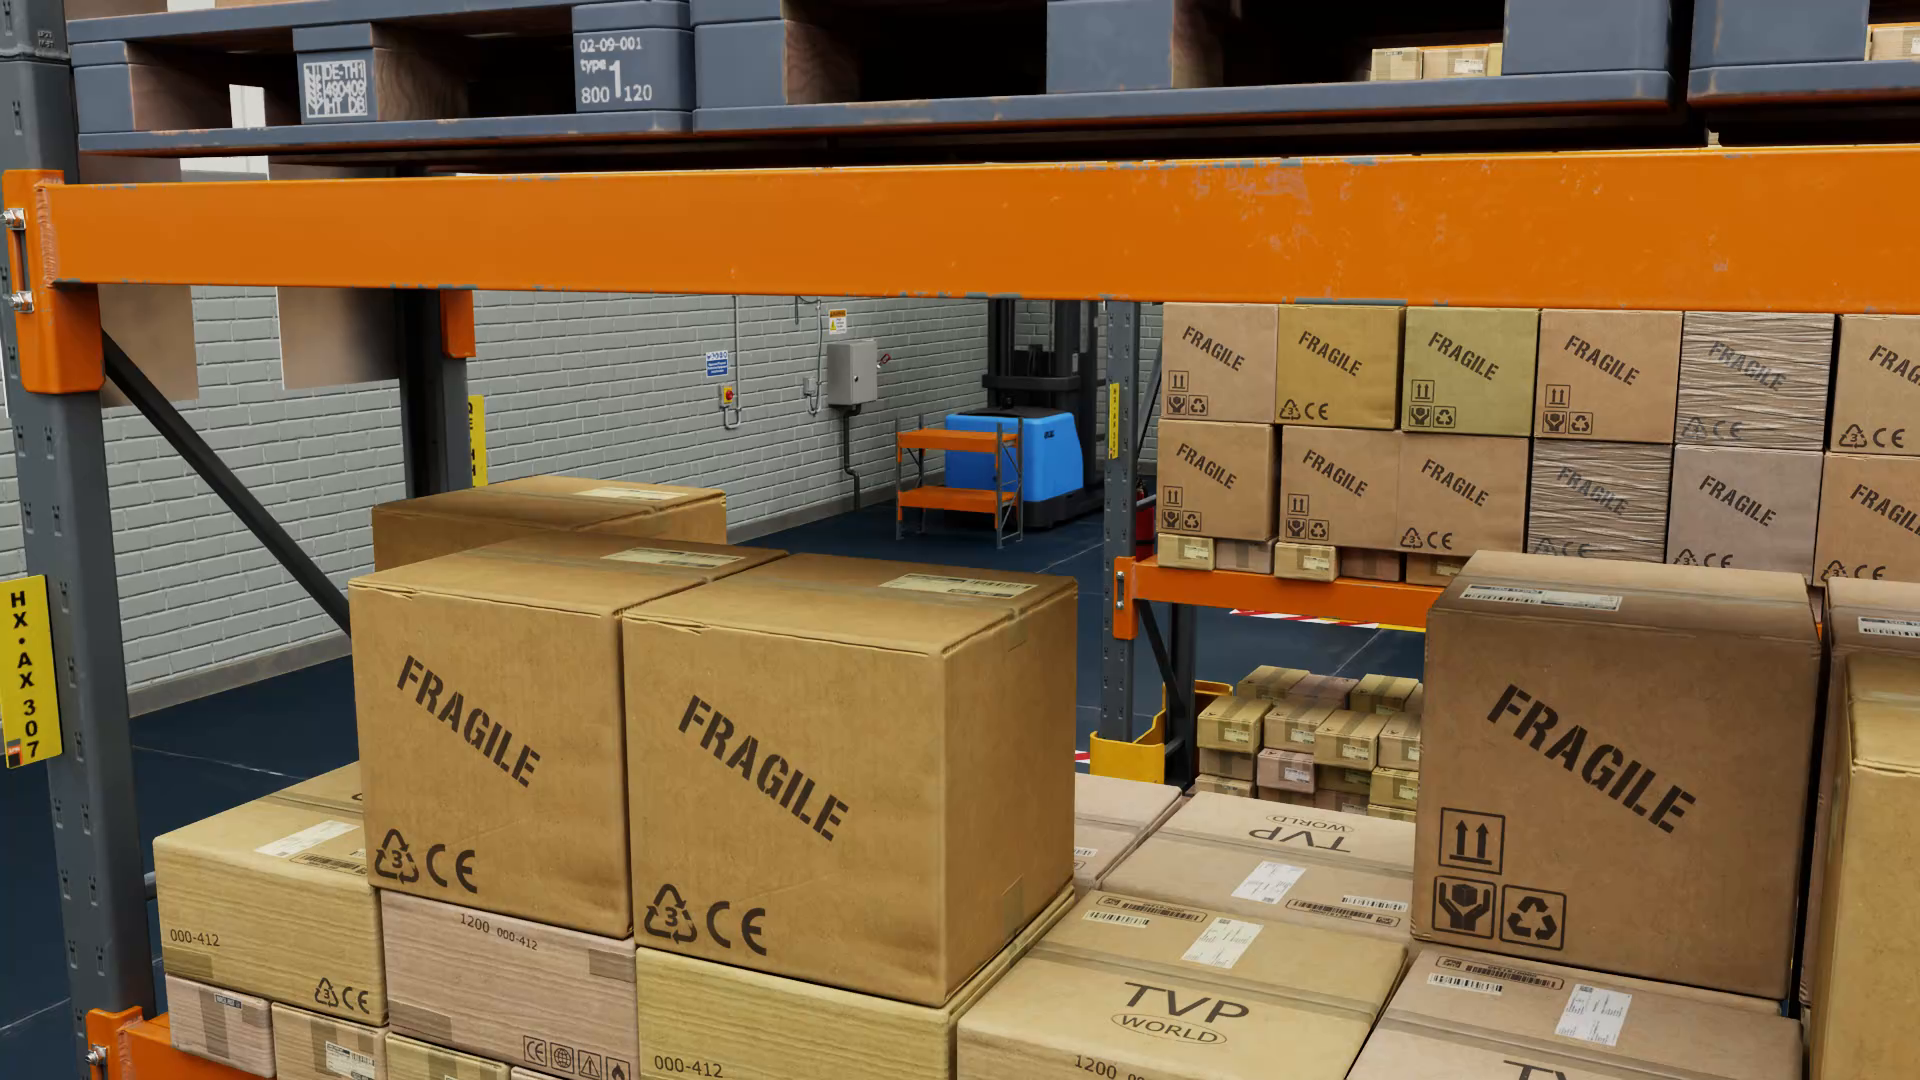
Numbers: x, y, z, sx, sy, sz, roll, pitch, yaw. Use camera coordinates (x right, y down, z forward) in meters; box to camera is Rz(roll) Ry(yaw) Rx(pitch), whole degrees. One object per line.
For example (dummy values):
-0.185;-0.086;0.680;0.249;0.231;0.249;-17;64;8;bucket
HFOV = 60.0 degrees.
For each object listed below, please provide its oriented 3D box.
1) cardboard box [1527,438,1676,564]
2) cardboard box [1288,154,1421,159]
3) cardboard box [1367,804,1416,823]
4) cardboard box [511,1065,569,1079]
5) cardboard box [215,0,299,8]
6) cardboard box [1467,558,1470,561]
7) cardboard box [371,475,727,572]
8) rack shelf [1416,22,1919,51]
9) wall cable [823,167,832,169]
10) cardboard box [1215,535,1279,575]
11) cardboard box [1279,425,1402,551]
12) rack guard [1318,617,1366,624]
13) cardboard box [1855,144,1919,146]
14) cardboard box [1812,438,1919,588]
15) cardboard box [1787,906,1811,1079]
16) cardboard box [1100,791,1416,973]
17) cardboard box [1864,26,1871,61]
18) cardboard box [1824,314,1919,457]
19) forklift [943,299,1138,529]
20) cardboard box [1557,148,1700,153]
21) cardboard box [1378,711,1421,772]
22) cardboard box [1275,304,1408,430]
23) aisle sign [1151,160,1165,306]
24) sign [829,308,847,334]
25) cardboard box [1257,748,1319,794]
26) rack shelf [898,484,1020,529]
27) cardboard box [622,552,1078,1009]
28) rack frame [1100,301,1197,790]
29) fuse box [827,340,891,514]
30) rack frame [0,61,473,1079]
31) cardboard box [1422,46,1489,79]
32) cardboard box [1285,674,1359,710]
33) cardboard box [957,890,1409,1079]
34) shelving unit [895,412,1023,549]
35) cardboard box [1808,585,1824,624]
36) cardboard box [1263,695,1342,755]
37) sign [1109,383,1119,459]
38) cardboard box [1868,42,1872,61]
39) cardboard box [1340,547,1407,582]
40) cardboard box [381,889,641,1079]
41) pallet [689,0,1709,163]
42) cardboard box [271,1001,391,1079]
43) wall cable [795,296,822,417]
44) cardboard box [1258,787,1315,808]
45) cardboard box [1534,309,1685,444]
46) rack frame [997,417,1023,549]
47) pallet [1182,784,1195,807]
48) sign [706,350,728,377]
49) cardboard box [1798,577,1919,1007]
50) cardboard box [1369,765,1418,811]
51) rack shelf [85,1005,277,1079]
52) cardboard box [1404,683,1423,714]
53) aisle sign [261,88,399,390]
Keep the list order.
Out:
2.577;-0.177;6.670;0.500;0.500;0.500;5;11;24;cardboard box
1.672;-1.463;6.888;0.500;0.250;0.500;5;12;28;cardboard box
1.917;1.173;7.150;0.250;0.149;0.380;5;11;27;cardboard box
-0.506;0.870;2.705;0.250;0.149;0.380;5;11;25;cardboard box
-0.884;-1.143;2.961;0.500;0.500;0.700;4;11;22;cardboard box
2.256;0.114;6.885;0.250;0.149;0.380;5;11;25;cardboard box
-0.820;0.160;3.403;0.500;0.500;0.500;5;11;27;cardboard box
4.805;-3.221;10.902;4.000;0.370;1.077;5;11;26;rack shelf
-0.613;-4.913;17.003;0.133;3.039;2.988;5;11;26;wall cable
1.304;0.036;7.313;0.250;0.149;0.380;5;12;28;cardboard box
1.683;-0.257;7.110;0.500;0.500;0.500;5;11;26;cardboard box
2.990;0.251;12.441;0.348;0.500;1.175;5;11;26;rack guard
3.497;-1.303;6.003;0.500;0.250;0.500;5;11;26;cardboard box
3.475;-0.093;6.207;0.500;0.500;0.500;5;11;24;cardboard box
1.464;0.729;2.365;0.500;0.250;0.500;5;11;26;cardboard box
0.558;0.649;2.807;0.500;0.250;0.500;5;11;26;cardboard box
3.159;-1.770;6.062;0.250;0.149;0.380;5;11;24;cardboard box
3.492;-0.585;6.116;0.500;0.500;0.500;5;11;24;cardboard box
0.958;-1.766;16.761;1.130;2.935;3.031;5;11;26;forklift
2.597;-1.382;6.441;0.500;0.250;0.500;5;11;26;cardboard box
1.960;0.869;7.160;0.250;0.149;0.380;4;11;23;cardboard box
1.652;-0.750;7.027;0.500;0.500;0.500;5;12;27;cardboard box
0.979;-1.512;7.861;0.004;0.787;0.394;5;11;26;aisle sign
-1.206;-2.156;16.400;0.001;0.242;0.339;5;11;26;sign
1.489;0.984;7.362;0.250;0.149;0.380;5;11;26;cardboard box
-0.006;-0.313;15.177;1.000;0.278;0.538;5;11;26;rack shelf
-0.147;0.324;2.498;0.500;0.500;0.500;5;11;24;cardboard box
0.912;-0.179;7.796;0.127;3.000;1.000;5;11;26;rack frame
-0.995;-1.108;16.547;0.414;1.711;0.539;5;11;26;fuse box
-1.374;0.605;3.463;0.127;3.000;1.000;5;11;26;rack frame
2.029;-1.883;6.685;0.250;0.149;0.380;5;12;27;cardboard box
1.698;0.755;7.792;0.250;0.149;0.380;5;12;27;cardboard box
0.326;0.734;2.337;0.500;0.250;0.500;5;11;25;cardboard box
-0.006;-0.554;15.133;1.048;1.125;0.538;5;11;26;shelving unit
3.170;0.200;6.405;0.250;0.149;0.380;4;11;23;cardboard box
1.532;0.823;7.417;0.250;0.149;0.380;5;12;27;cardboard box
0.672;-0.518;7.240;0.005;0.325;0.100;5;11;26;sign
3.412;-1.852;6.516;0.250;0.149;0.380;5;11;24;cardboard box
1.814;0.064;7.157;0.250;0.149;0.380;6;12;28;cardboard box
-0.594;0.654;2.782;0.500;0.250;0.500;5;11;25;cardboard box
0.394;-0.674;2.360;1.213;0.211;1.003;5;11;26;pallet
-0.971;0.830;2.929;0.250;0.149;0.380;5;11;25;cardboard box
-1.439;-2.145;15.808;0.122;1.984;0.588;5;11;26;wall cable
1.511;1.117;7.460;0.250;0.149;0.380;5;11;26;cardboard box
2.567;-0.666;6.563;0.500;0.500;0.500;5;11;24;cardboard box
0.450;-0.514;14.912;0.032;1.125;0.500;5;11;26;rack frame
1.693;1.269;7.626;1.213;0.211;1.003;5;11;26;pallet
-2.132;-1.548;14.602;0.001;0.218;0.327;5;11;26;sign
1.459;0.360;2.297;0.500;0.500;0.500;5;11;26;cardboard box
1.929;1.027;7.126;0.250;0.149;0.380;5;12;28;cardboard box
0.420;1.117;2.656;4.000;0.370;1.077;5;11;26;rack shelf
2.191;0.785;7.623;0.250;0.149;0.380;5;11;24;cardboard box
-1.305;-0.727;3.527;0.004;0.787;0.394;5;11;26;aisle sign
